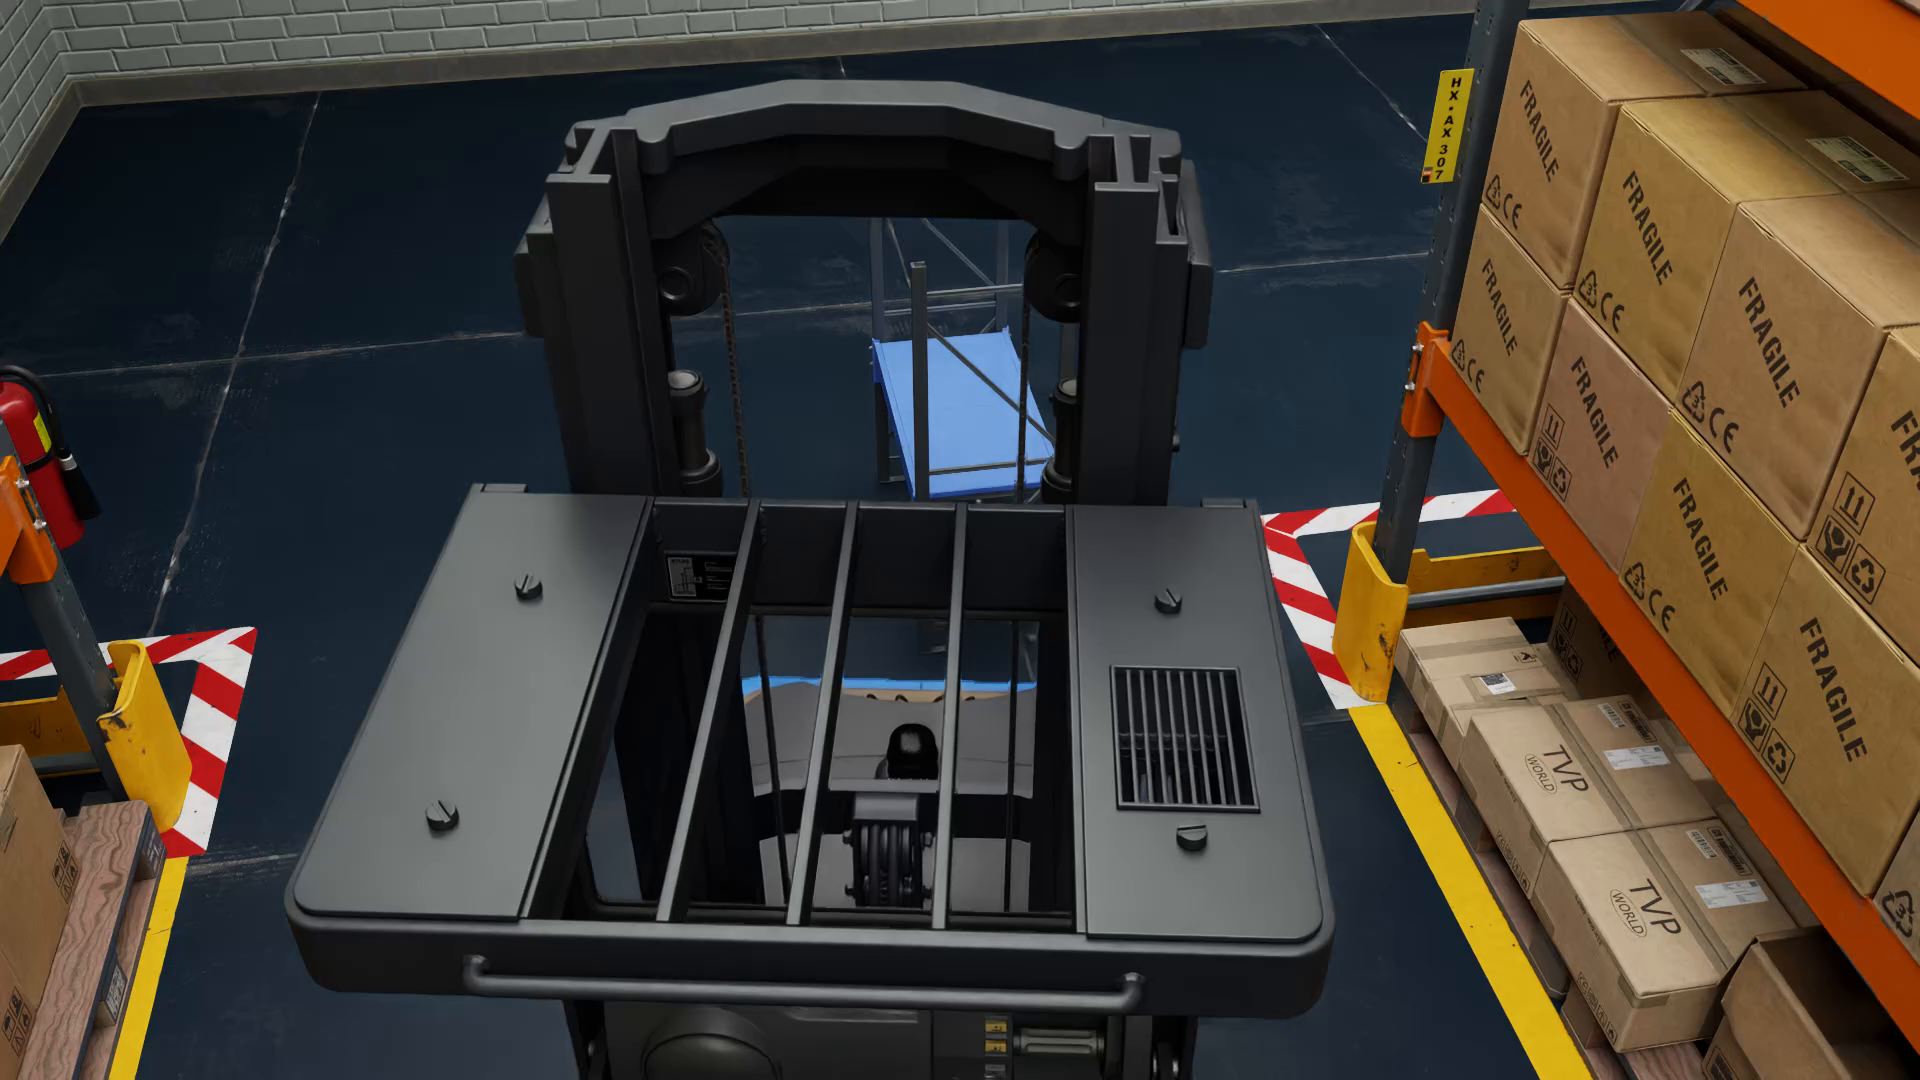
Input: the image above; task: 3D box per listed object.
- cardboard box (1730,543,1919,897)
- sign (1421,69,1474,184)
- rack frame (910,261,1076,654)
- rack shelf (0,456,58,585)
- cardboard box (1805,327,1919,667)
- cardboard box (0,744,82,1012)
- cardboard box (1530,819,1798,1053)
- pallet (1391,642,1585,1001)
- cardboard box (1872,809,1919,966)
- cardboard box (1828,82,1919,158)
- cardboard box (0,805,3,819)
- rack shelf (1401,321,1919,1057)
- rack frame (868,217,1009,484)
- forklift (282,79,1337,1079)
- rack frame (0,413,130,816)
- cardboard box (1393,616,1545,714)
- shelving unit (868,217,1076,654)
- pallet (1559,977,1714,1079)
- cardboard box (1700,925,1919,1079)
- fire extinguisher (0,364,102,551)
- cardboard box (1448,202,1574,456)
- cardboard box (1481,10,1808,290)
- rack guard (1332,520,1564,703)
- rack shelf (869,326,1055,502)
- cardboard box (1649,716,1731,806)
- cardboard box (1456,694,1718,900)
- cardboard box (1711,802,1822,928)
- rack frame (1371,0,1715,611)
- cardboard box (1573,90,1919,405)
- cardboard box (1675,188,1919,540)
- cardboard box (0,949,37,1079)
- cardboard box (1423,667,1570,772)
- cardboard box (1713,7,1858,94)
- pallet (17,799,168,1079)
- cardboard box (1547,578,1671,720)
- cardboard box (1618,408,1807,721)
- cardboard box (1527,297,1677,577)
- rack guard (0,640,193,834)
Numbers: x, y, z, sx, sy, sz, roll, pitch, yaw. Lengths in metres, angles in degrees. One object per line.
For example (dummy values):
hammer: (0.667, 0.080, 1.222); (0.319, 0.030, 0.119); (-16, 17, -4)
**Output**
cardboard box: (1.956, 0.326, 3.304); (0.500, 0.500, 0.500); (-6, 38, -7)
sign: (1.337, -1.131, 4.555); (0.100, 0.325, 0.005); (-6, 38, -8)
rack frame: (0.104, -0.234, 5.328); (0.500, 1.500, 0.032); (-6, 38, -8)
rack shelf: (-2.654, 1.180, 2.873); (1.077, 0.370, 4.000); (-6, 38, -8)
cardboard box: (1.962, -0.061, 2.987); (0.500, 0.500, 0.500); (-7, 38, -8)
cardboard box: (-2.784, 0.921, 4.315); (0.700, 0.500, 0.500); (-6, 38, -8)
cardboard box: (1.863, 1.028, 4.365); (0.500, 0.250, 0.500); (-6, 38, -8)
pallet: (2.025, 0.781, 5.072); (1.003, 0.211, 1.213); (-6, 38, -8)
cardboard box: (2.048, 0.634, 2.908); (0.500, 0.500, 0.500); (-5, 38, -7)
cardboard box: (2.310, -0.737, 3.858); (0.500, 0.500, 0.500); (-5, 38, -7)
cardboard box: (-2.582, 0.723, 4.041); (0.380, 0.149, 0.250); (-7, 38, -8)
rack shelf: (2.222, 0.645, 3.561); (1.077, 0.370, 4.000); (-6, 38, -8)
rack frame: (-0.074, -0.848, 6.119); (0.500, 1.500, 0.032); (-6, 38, -8)
forklift: (-0.144, 0.930, 2.664); (1.130, 2.935, 3.031); (1, 38, 2)
rack frame: (-3.005, -0.312, 4.207); (1.000, 3.000, 0.127); (-6, 38, -8)
cardboard box: (1.606, 0.395, 5.262); (0.380, 0.149, 0.250); (-6, 38, -8)
shelving unit: (0.015, -0.541, 5.724); (0.538, 1.500, 1.048); (-6, 38, -8)
pallet: (2.236, 1.517, 4.126); (1.003, 0.211, 1.213); (-6, 38, -8)
cardboard box: (2.238, 1.247, 3.877); (0.797, 0.503, 0.637); (-6, 38, -8)
fire extinguisher: (-2.577, -0.275, 4.526); (0.296, 0.674, 0.183); (-6, 38, -8)
cardboard box: (1.690, -0.590, 4.483); (0.500, 0.500, 0.500); (-5, 38, -7)
cardboard box: (1.690, -0.985, 4.177); (0.500, 0.500, 0.500); (-5, 38, -7)
rack guard: (1.885, 0.186, 5.603); (1.175, 0.500, 0.348); (-6, 38, -8)
rack shelf: (0.015, -0.399, 5.834); (0.538, 0.185, 1.000); (-6, 38, -8)
cardboard box: (2.192, 0.654, 4.914); (0.380, 0.166, 0.250); (-6, 38, -8)
cardboard box: (1.775, 0.726, 4.753); (0.500, 0.250, 0.500); (-6, 38, -8)
cardboard box: (2.346, 0.944, 4.473); (0.500, 0.250, 0.500); (-6, 38, -8)
rack frame: (1.871, -0.847, 4.896); (1.000, 3.000, 0.127); (-6, 38, -8)
cardboard box: (1.789, -0.670, 3.771); (0.500, 0.500, 0.500); (-6, 38, -7)
cardboard box: (1.872, -0.368, 3.382); (0.500, 0.500, 0.500); (-6, 38, -7)
cardboard box: (-2.696, 1.223, 3.926); (0.700, 0.500, 0.500); (-6, 38, -8)
cardboard box: (1.650, 0.539, 5.062); (0.380, 0.166, 0.250); (-6, 38, -8)
cardboard box: (2.220, -1.042, 4.250); (0.500, 0.500, 0.500); (-7, 38, -8)
pallet: (-2.788, 1.264, 4.452); (1.003, 0.211, 1.213); (-6, 38, -8)
cardboard box: (2.209, 0.268, 5.139); (0.500, 0.500, 0.500); (-6, 38, -8)
cardboard box: (1.870, 0.024, 3.692); (0.500, 0.500, 0.500); (-6, 38, -8)
cardboard box: (1.785, -0.279, 4.083); (0.500, 0.500, 0.500); (-7, 38, -8)
rack guard: (-3.009, 0.660, 4.992); (1.175, 0.500, 0.348); (-6, 38, -8)
